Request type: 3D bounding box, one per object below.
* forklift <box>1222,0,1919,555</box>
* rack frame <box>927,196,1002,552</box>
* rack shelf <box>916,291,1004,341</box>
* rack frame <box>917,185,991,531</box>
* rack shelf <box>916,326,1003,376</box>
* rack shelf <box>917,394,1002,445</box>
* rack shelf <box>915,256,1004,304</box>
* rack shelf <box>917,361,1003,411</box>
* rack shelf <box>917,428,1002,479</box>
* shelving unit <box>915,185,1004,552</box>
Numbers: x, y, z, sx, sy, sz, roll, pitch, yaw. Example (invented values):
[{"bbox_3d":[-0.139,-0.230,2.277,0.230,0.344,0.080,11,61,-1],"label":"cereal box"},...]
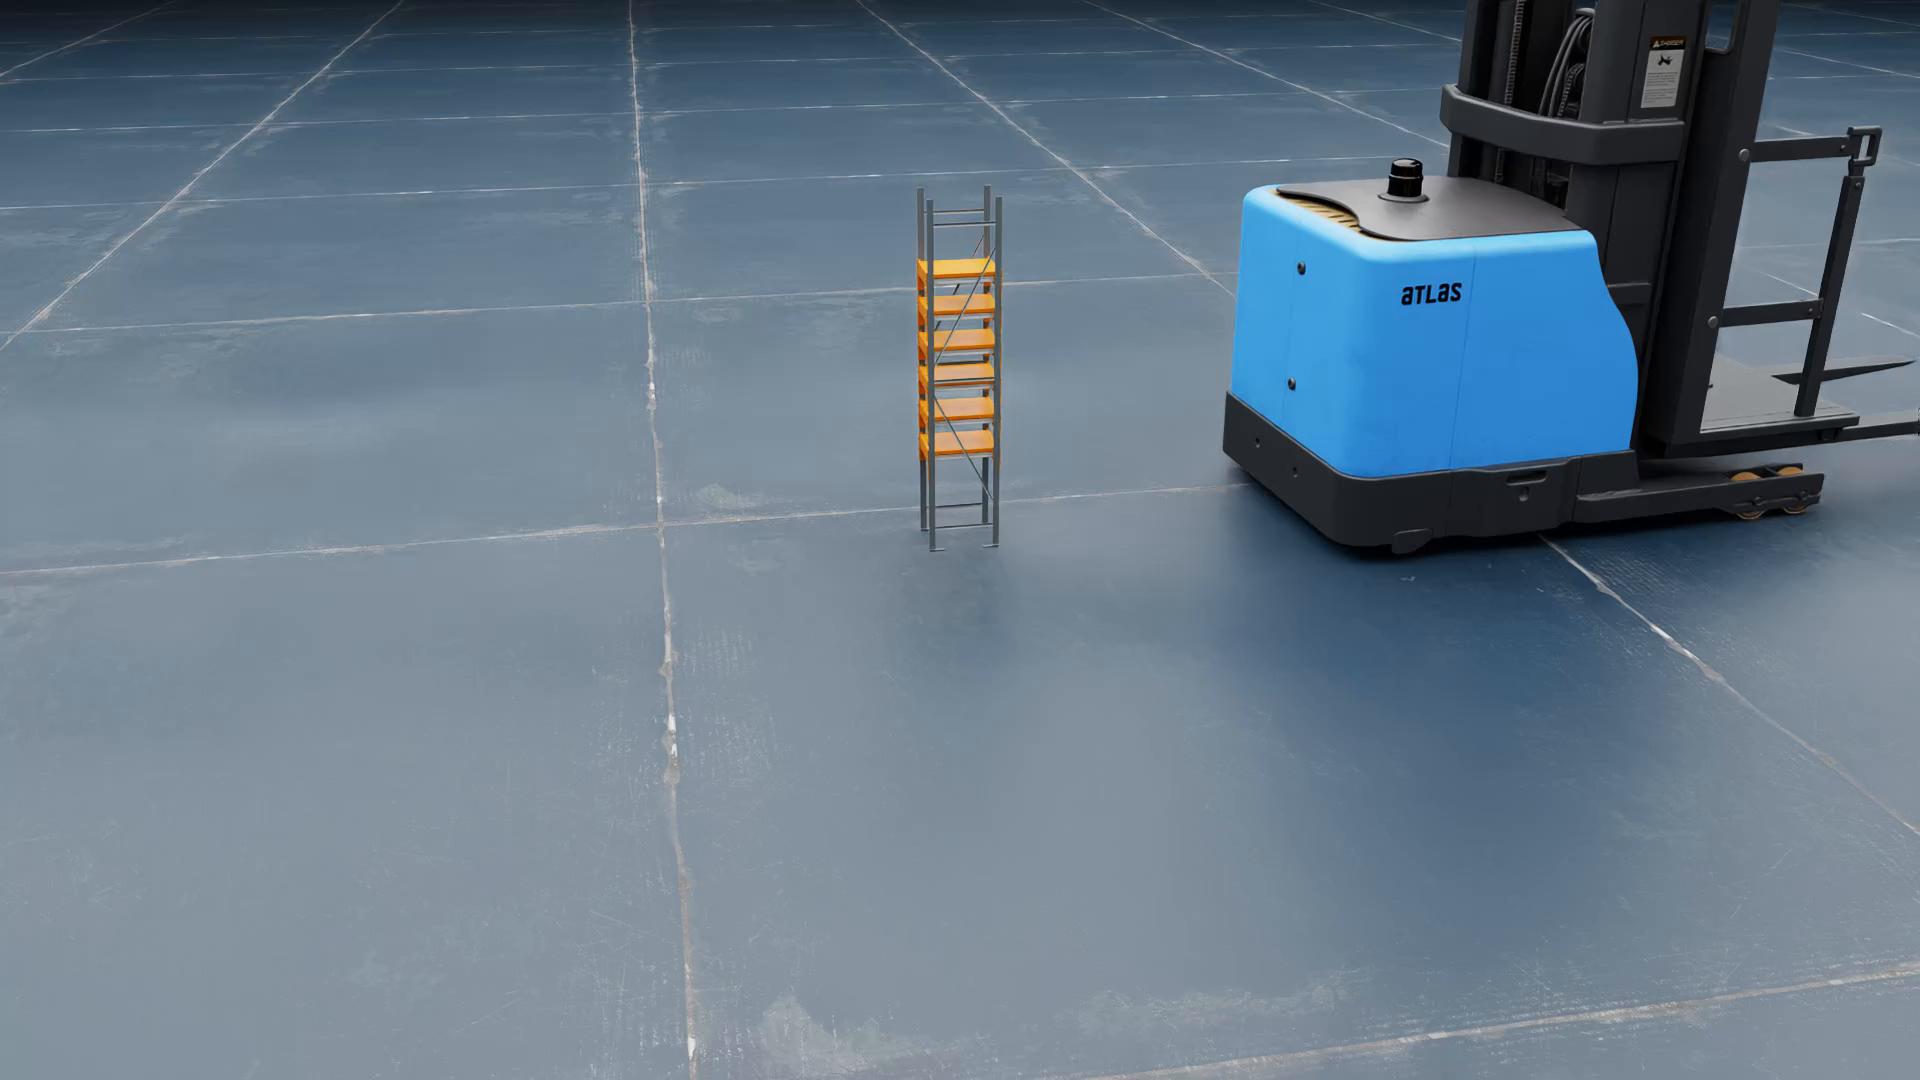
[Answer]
[{"bbox_3d":[2.578,-1.611,5.777,3.031,2.935,1.130,-6,24,-15],"label":"forklift"},{"bbox_3d":[0.014,-0.520,5.440,0.240,1.200,0.006,-4,24,-10],"label":"rack frame"},{"bbox_3d":[-0.003,-0.735,5.445,0.258,0.103,0.180,-4,24,-10],"label":"rack shelf"},{"bbox_3d":[-0.020,-0.592,5.605,0.240,1.200,0.006,-4,24,-10],"label":"rack frame"},{"bbox_3d":[-0.003,-0.625,5.493,0.258,0.103,0.180,-4,24,-10],"label":"rack shelf"},{"bbox_3d":[-0.003,-0.405,5.589,0.258,0.103,0.180,-4,24,-10],"label":"rack shelf"},{"bbox_3d":[-0.003,-0.845,5.397,0.258,0.103,0.180,-4,24,-10],"label":"rack shelf"},{"bbox_3d":[-0.003,-0.515,5.541,0.258,0.103,0.180,-4,24,-10],"label":"rack shelf"},{"bbox_3d":[-0.003,-0.295,5.637,0.258,0.103,0.180,-4,24,-10],"label":"rack shelf"},{"bbox_3d":[-0.003,-0.556,5.523,0.258,1.200,0.189,-4,24,-10],"label":"shelving unit"}]
